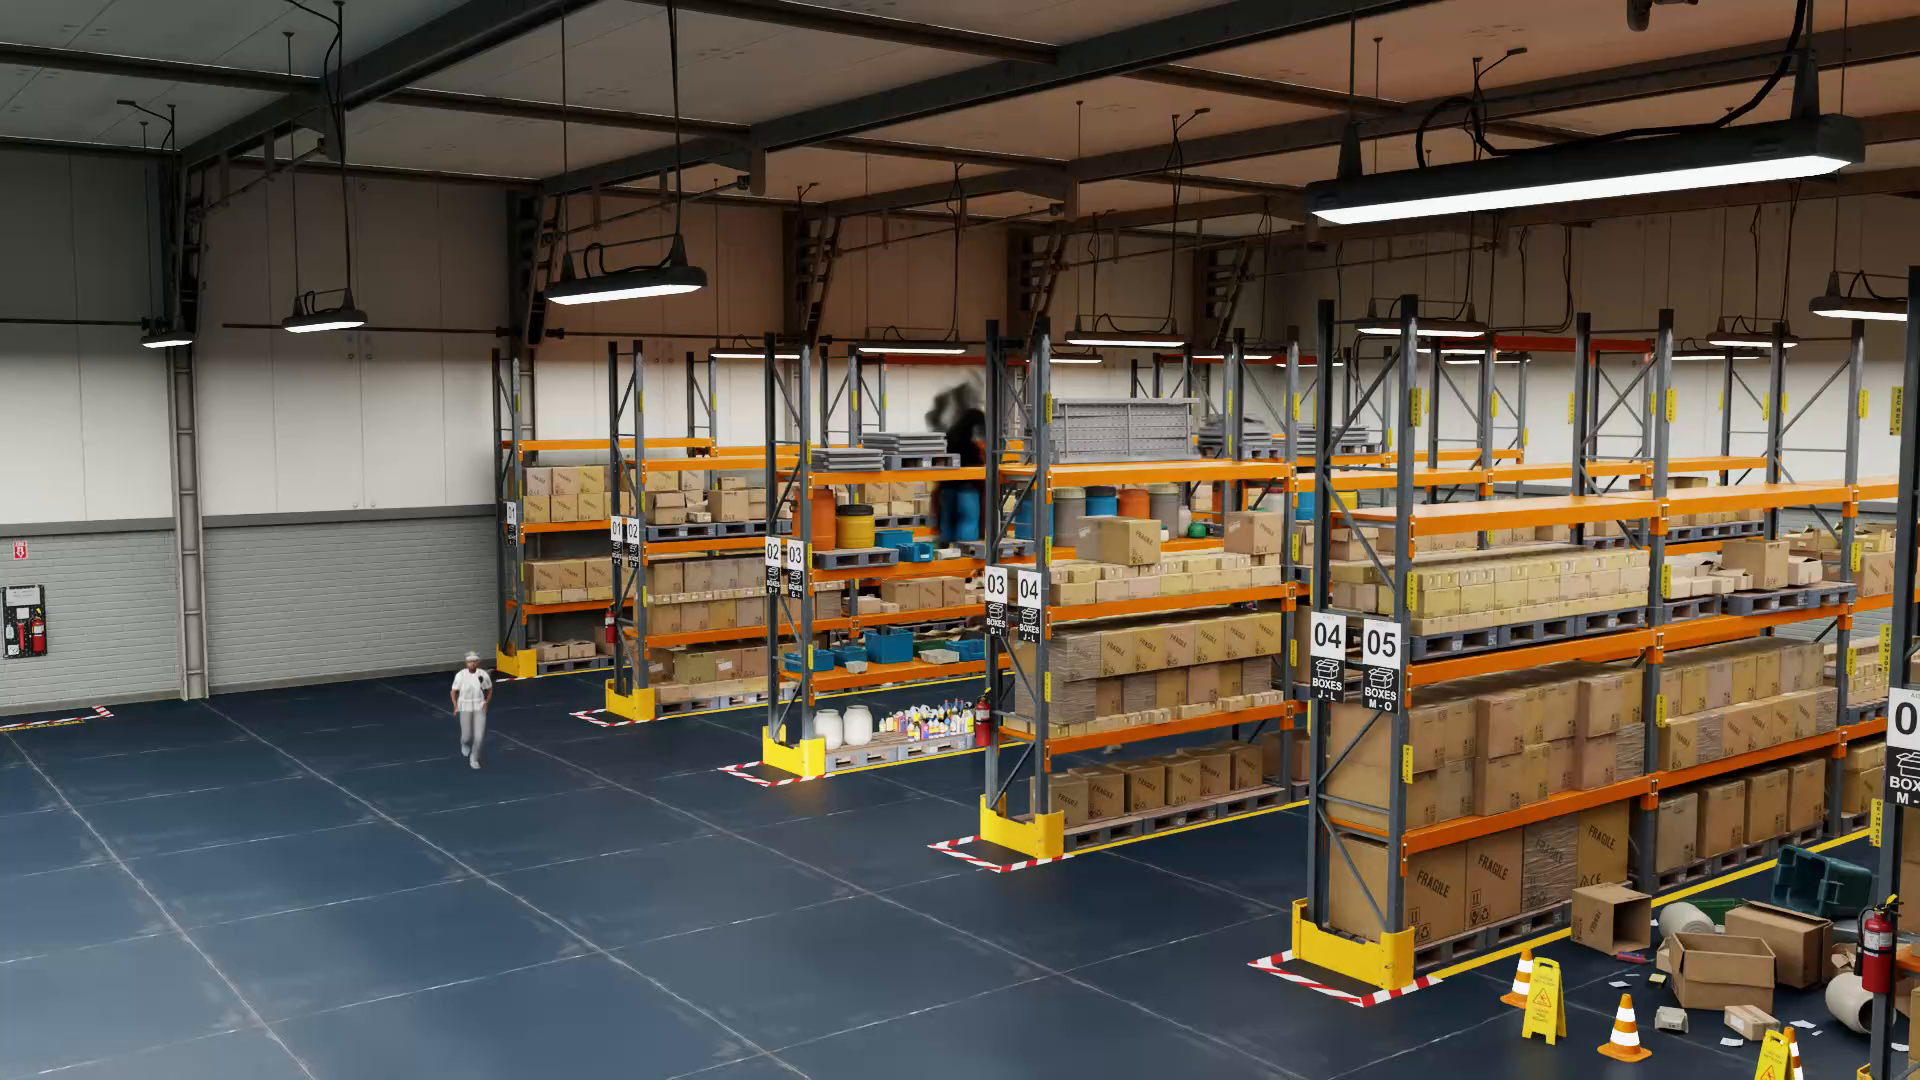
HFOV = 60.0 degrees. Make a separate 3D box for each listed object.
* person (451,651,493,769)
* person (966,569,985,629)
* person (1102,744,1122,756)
[{"bbox_3d":[-6.748,2.335,23.018,0.558,1.646,0.593,-2,5,-21],"label":"person"},{"bbox_3d":[0.446,1.358,34.039,0.735,1.731,0.584,-4,6,-35],"label":"person"},{"bbox_3d":[1.916,2.042,22.193,0.748,1.751,0.687,-3,6,-34],"label":"person"}]
